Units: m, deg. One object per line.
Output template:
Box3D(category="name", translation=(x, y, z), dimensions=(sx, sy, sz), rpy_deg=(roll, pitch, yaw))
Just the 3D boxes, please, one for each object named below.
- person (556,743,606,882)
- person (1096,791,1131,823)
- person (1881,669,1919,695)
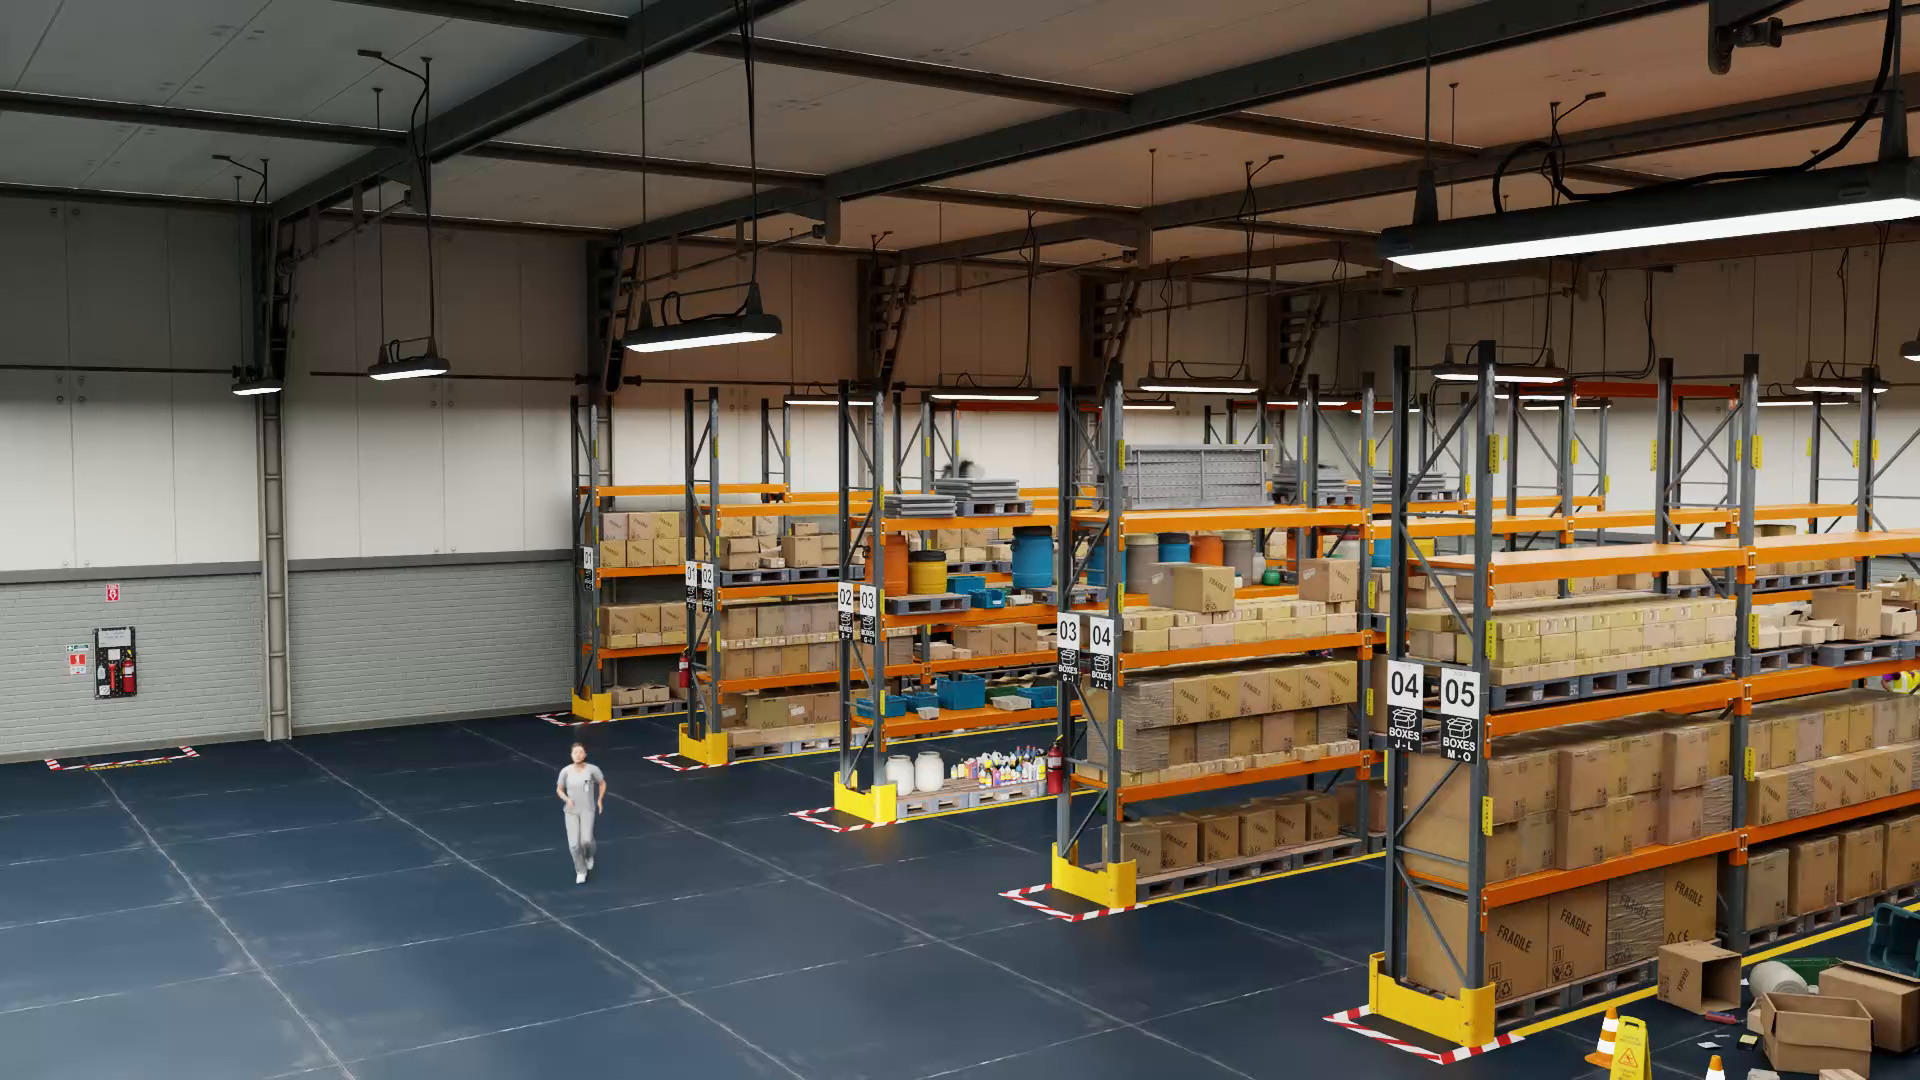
Box3D(category="person", translation=(-4.433, 3.183, 19.437), dimensions=(0.560, 1.631, 0.559), rpy_deg=(0, 3, -7))
Box3D(category="person", translation=(2.019, 3.026, 21.035), dimensions=(0.588, 1.739, 0.647), rpy_deg=(-3, 5, -44))
Box3D(category="person", translation=(15.930, 2.648, 27.924), dimensions=(0.755, 1.717, 0.538), rpy_deg=(-1, 4, -12))
